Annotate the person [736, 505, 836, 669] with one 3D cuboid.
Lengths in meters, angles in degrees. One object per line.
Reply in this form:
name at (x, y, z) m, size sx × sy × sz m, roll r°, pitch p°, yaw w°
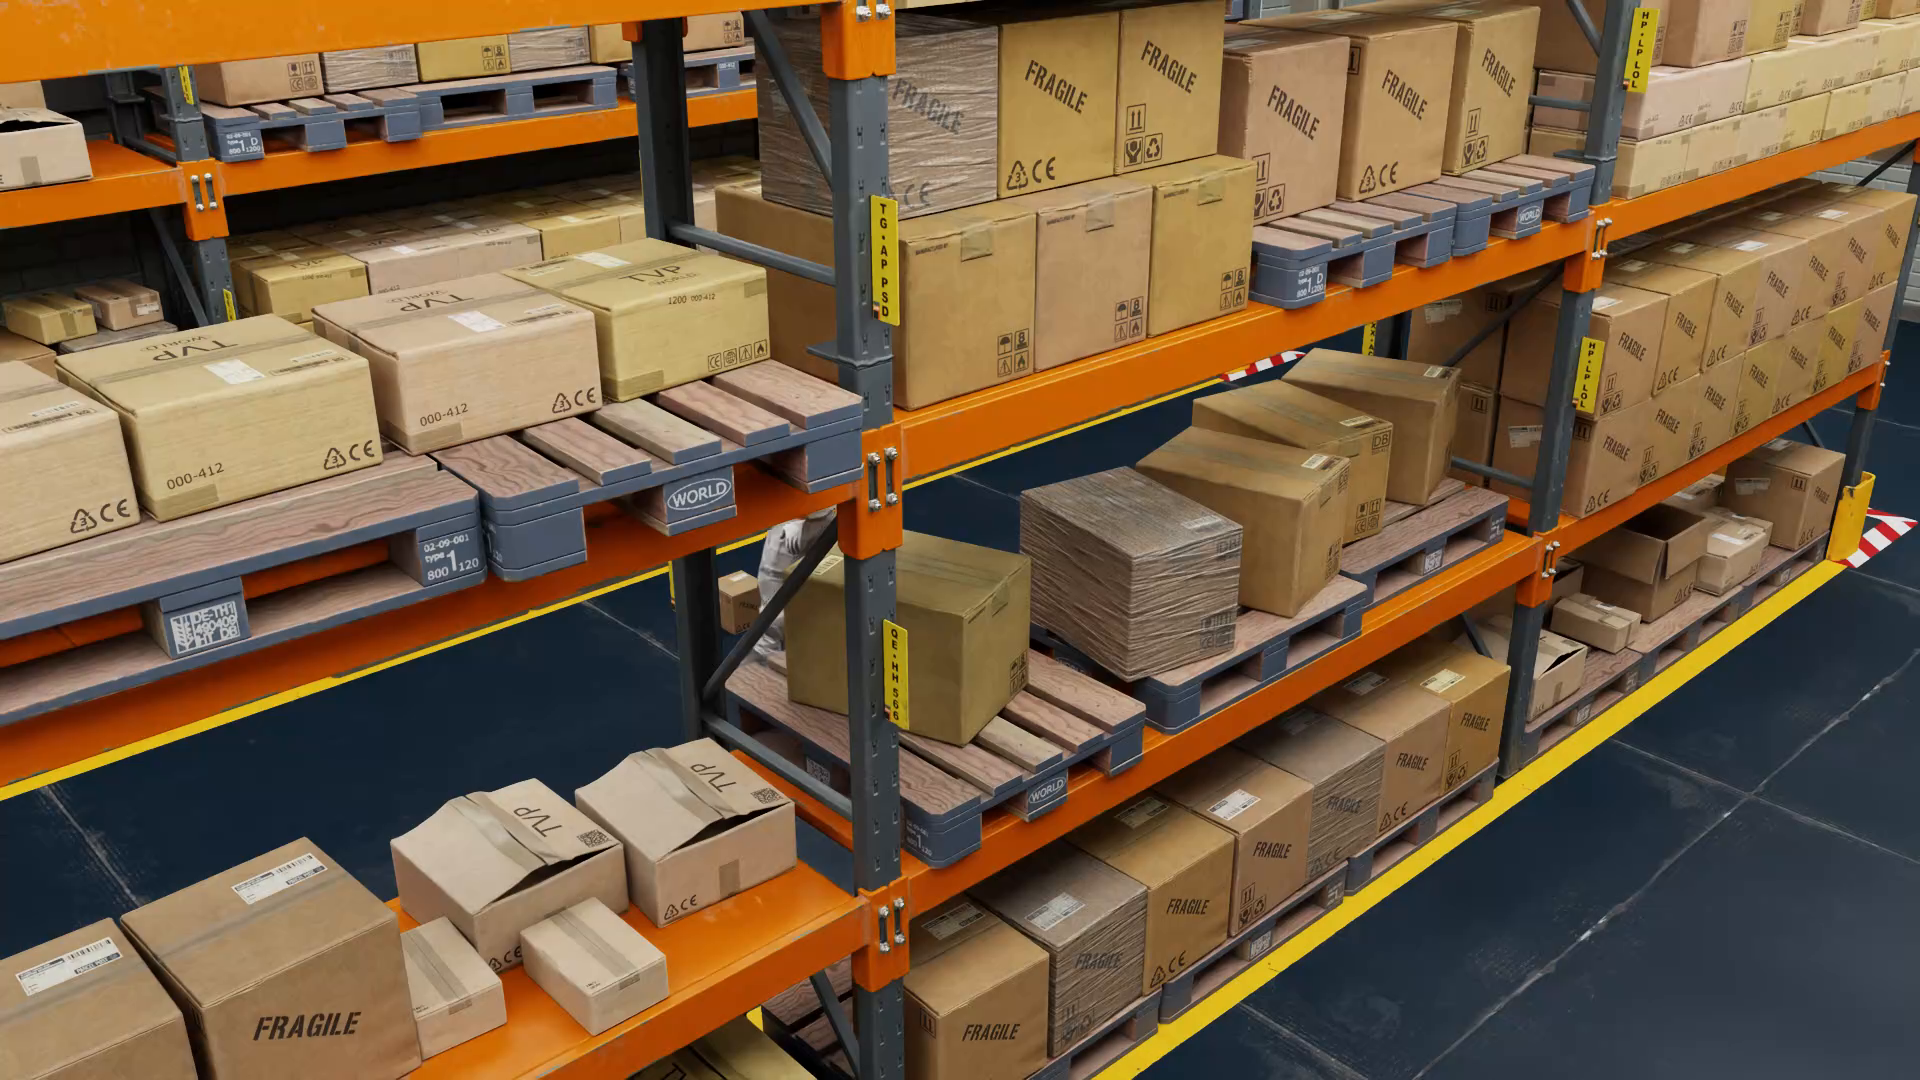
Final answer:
person at (-0.944, -0.177, 8.960) m, size 0.587 × 1.786 × 0.572 m, roll 7°, pitch 25°, yaw 15°
